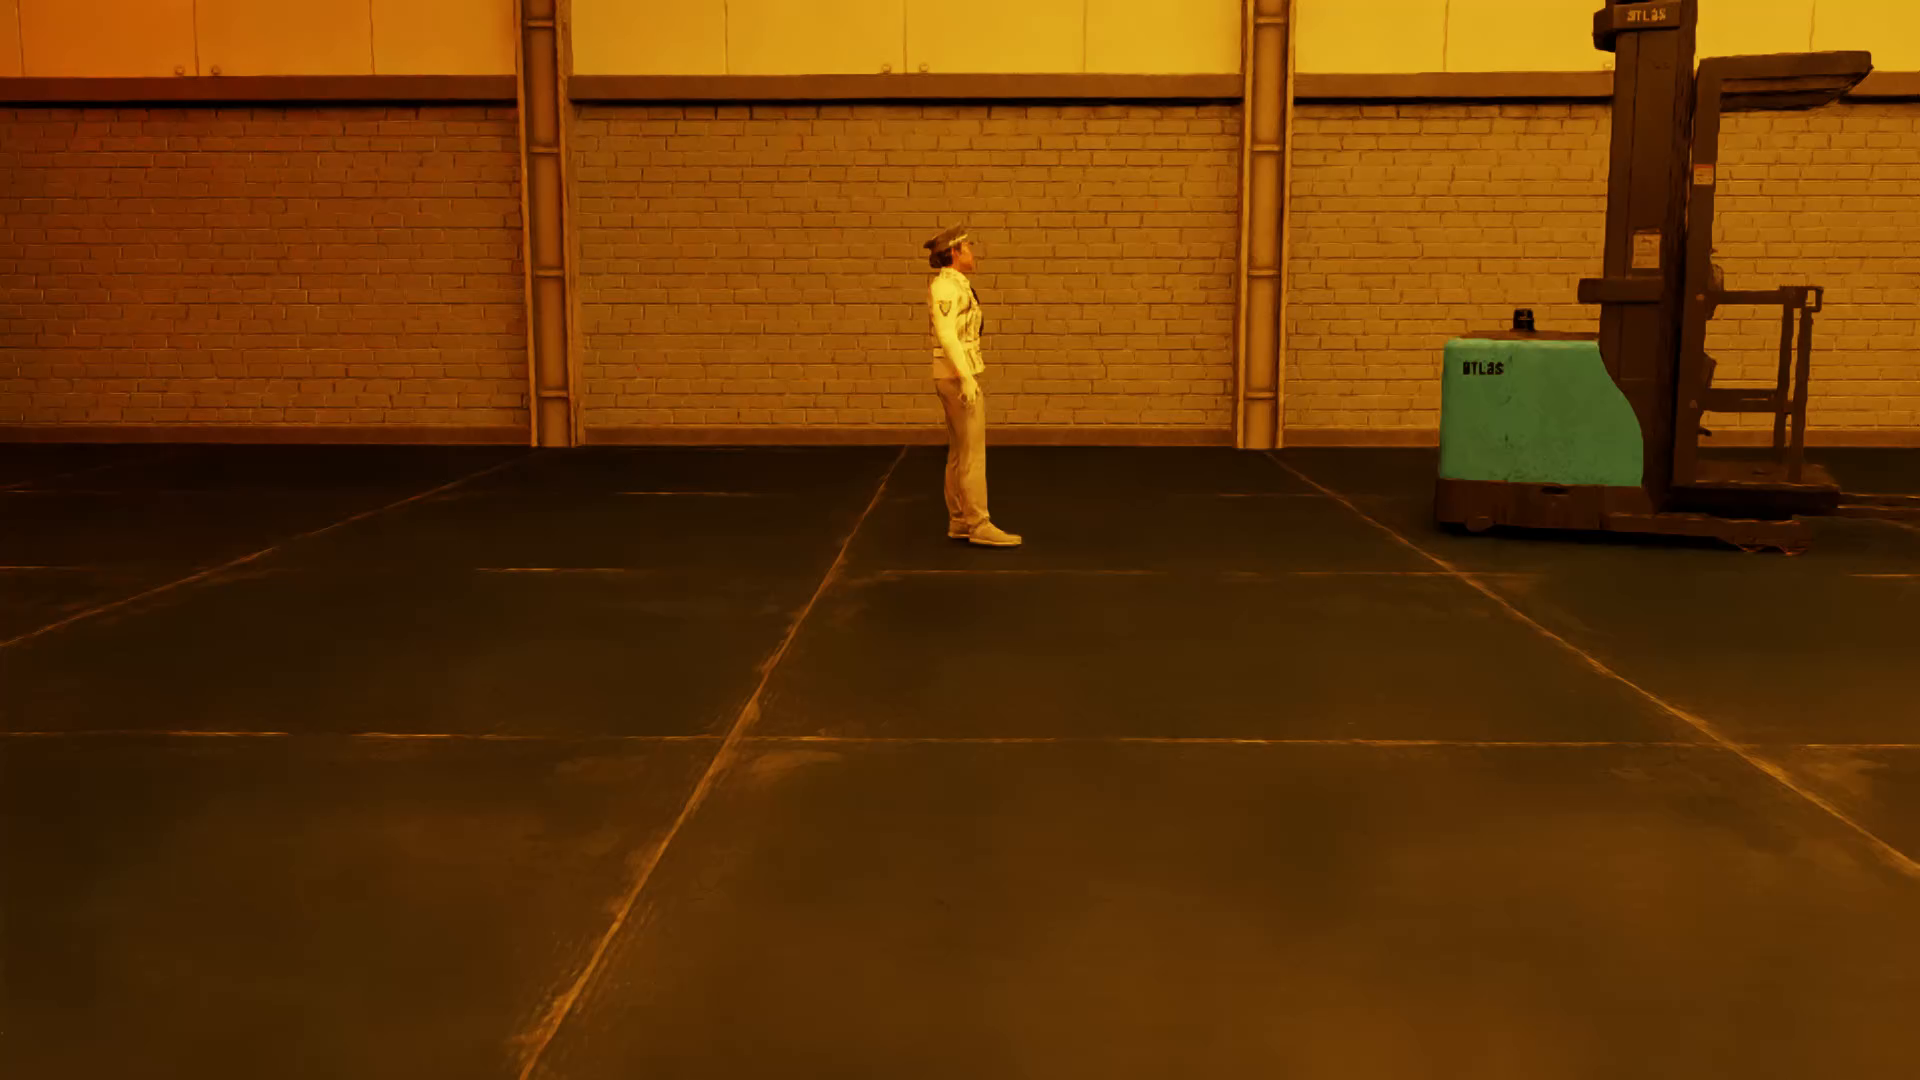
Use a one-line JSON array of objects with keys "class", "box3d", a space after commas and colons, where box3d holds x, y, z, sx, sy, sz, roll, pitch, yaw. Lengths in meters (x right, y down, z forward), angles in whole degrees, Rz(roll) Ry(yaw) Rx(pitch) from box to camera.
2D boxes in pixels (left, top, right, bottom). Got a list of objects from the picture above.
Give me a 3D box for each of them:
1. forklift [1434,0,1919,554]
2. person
[{"class": "forklift", "box3d": [4.205, -1.467, 8.900, 3.031, 2.935, 1.130, 3, 9, 21]}, {"class": "person", "box3d": [0.068, -0.844, 8.864, 0.533, 1.695, 0.586, 0, 9, 1]}]
